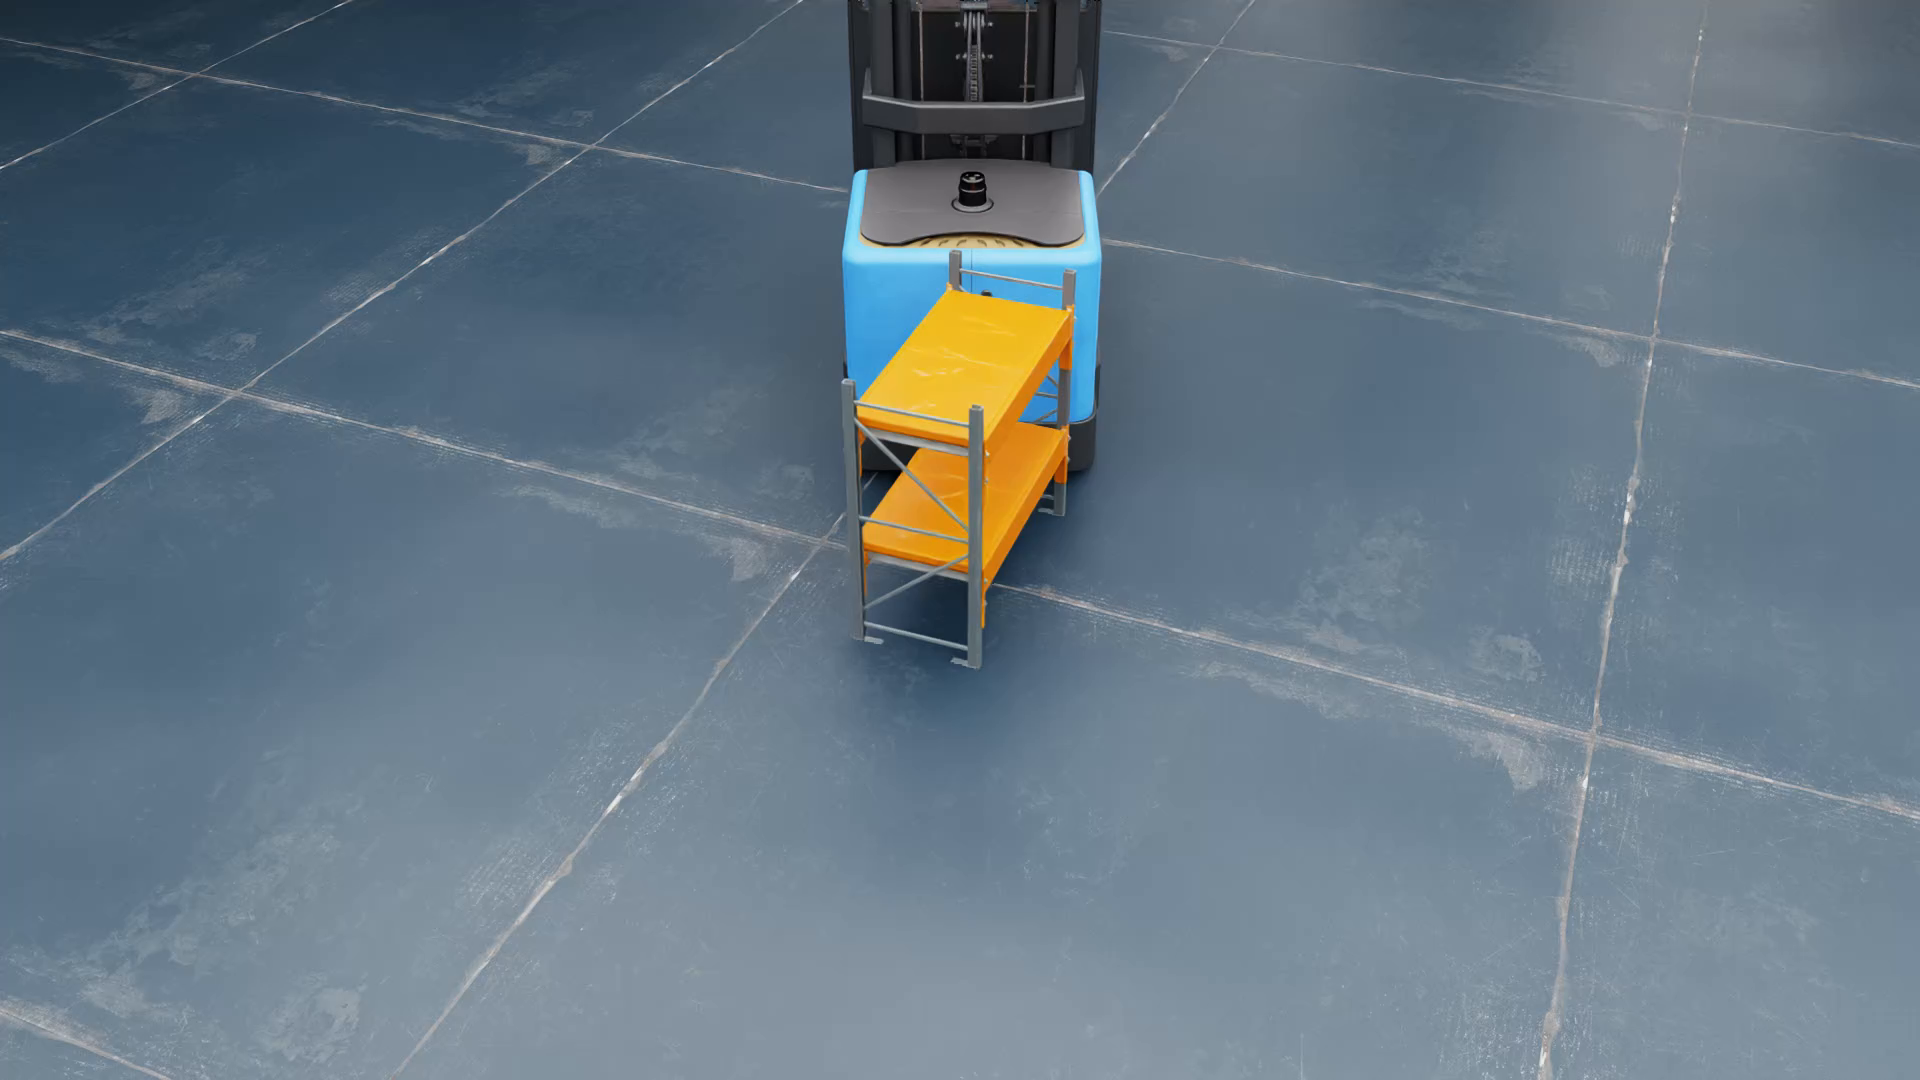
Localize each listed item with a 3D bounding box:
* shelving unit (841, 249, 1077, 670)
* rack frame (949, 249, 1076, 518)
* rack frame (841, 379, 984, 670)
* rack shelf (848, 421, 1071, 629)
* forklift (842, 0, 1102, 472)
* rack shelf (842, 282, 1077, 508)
[{"bbox_3d":[0.018,-0.318,6.235,0.538,1.125,1.048,13,39,16],"label":"shelving unit"},{"bbox_3d":[0.197,-0.603,6.617,0.500,1.125,0.032,13,39,16],"label":"rack frame"},{"bbox_3d":[-0.160,-0.033,5.854,0.500,1.125,0.032,13,39,16],"label":"rack frame"},{"bbox_3d":[0.018,-0.122,6.382,0.538,0.278,1.000,13,39,16],"label":"rack shelf"},{"bbox_3d":[0.064,-2.314,7.398,1.130,2.935,3.031,0,37,1],"label":"forklift"},{"bbox_3d":[0.018,-0.552,6.060,0.538,0.278,1.000,13,39,16],"label":"rack shelf"}]
